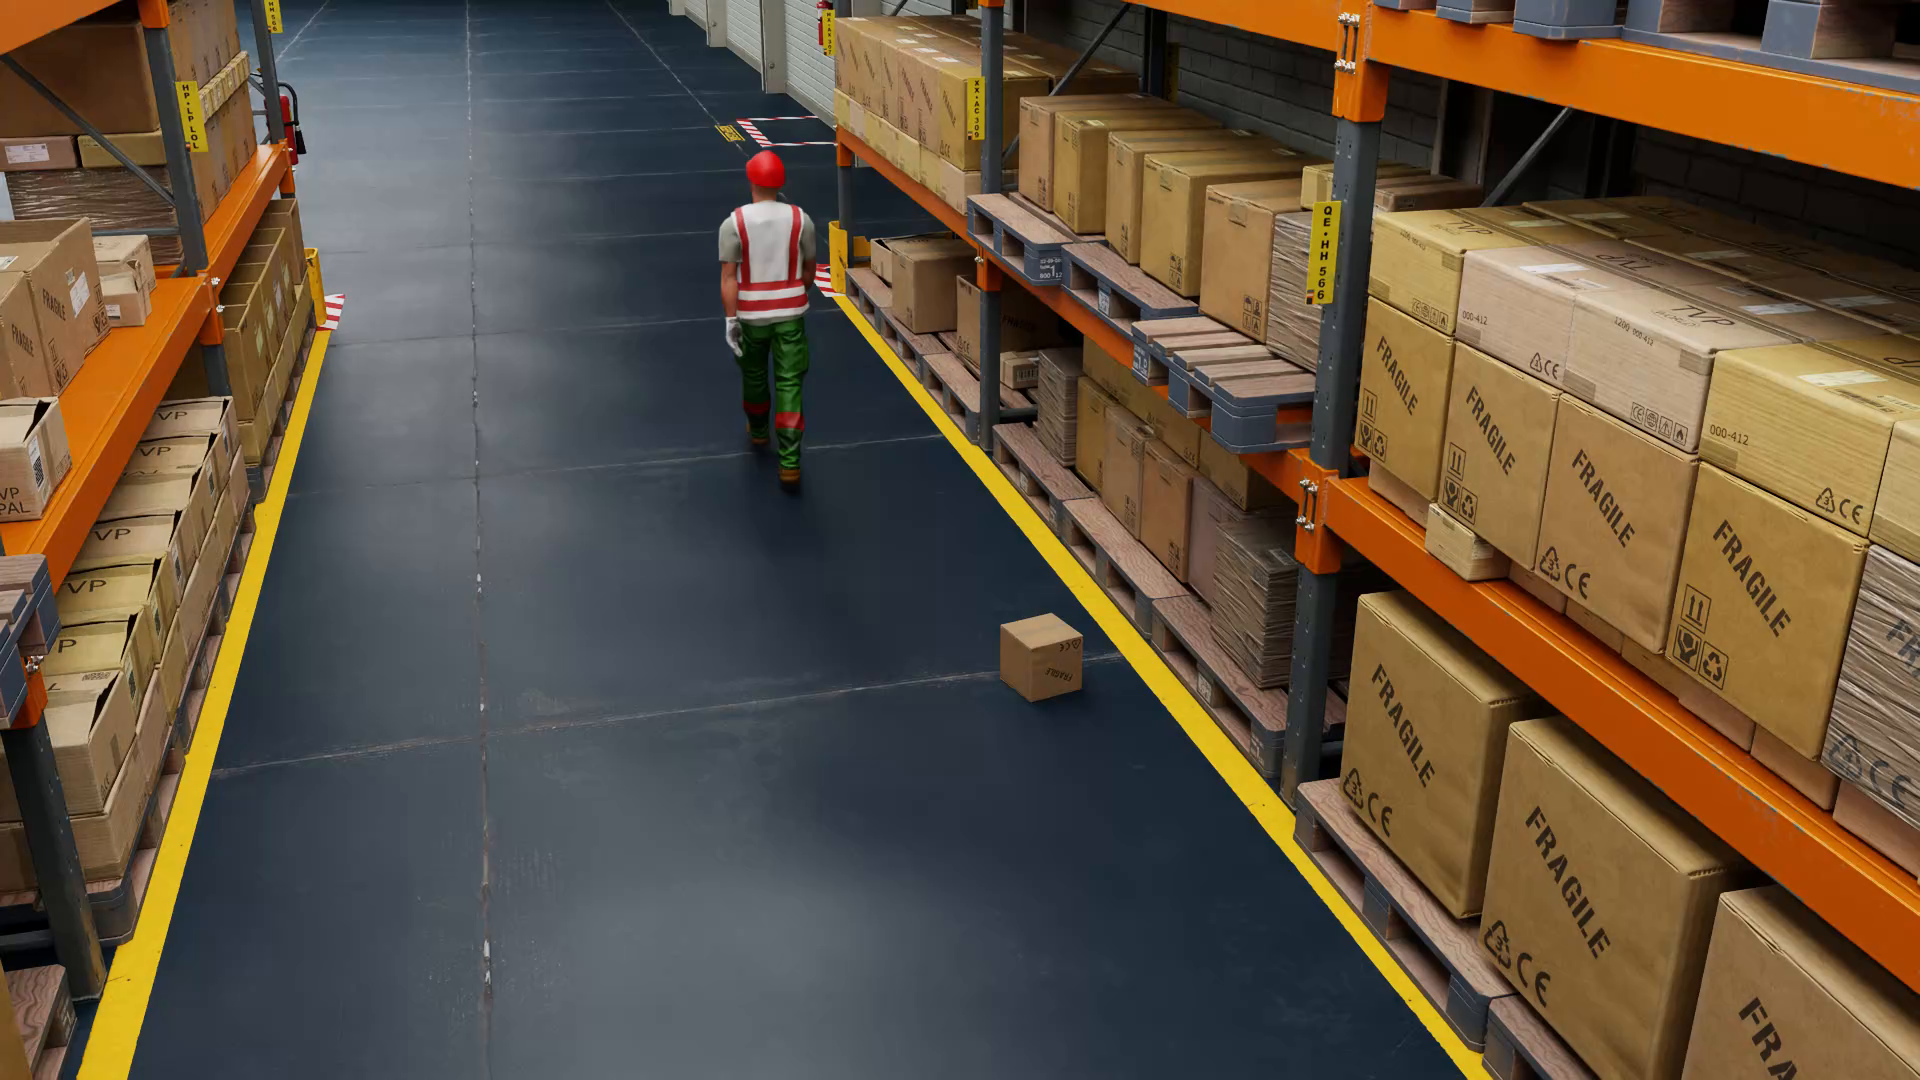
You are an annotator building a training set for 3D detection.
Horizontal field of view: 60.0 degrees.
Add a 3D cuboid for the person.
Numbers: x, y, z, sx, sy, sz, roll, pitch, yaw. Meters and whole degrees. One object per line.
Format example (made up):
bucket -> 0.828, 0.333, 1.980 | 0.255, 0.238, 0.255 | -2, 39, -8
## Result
person -> -1.032, -1.260, 9.053 | 0.523, 1.731, 1.054 | -3, 23, -7
